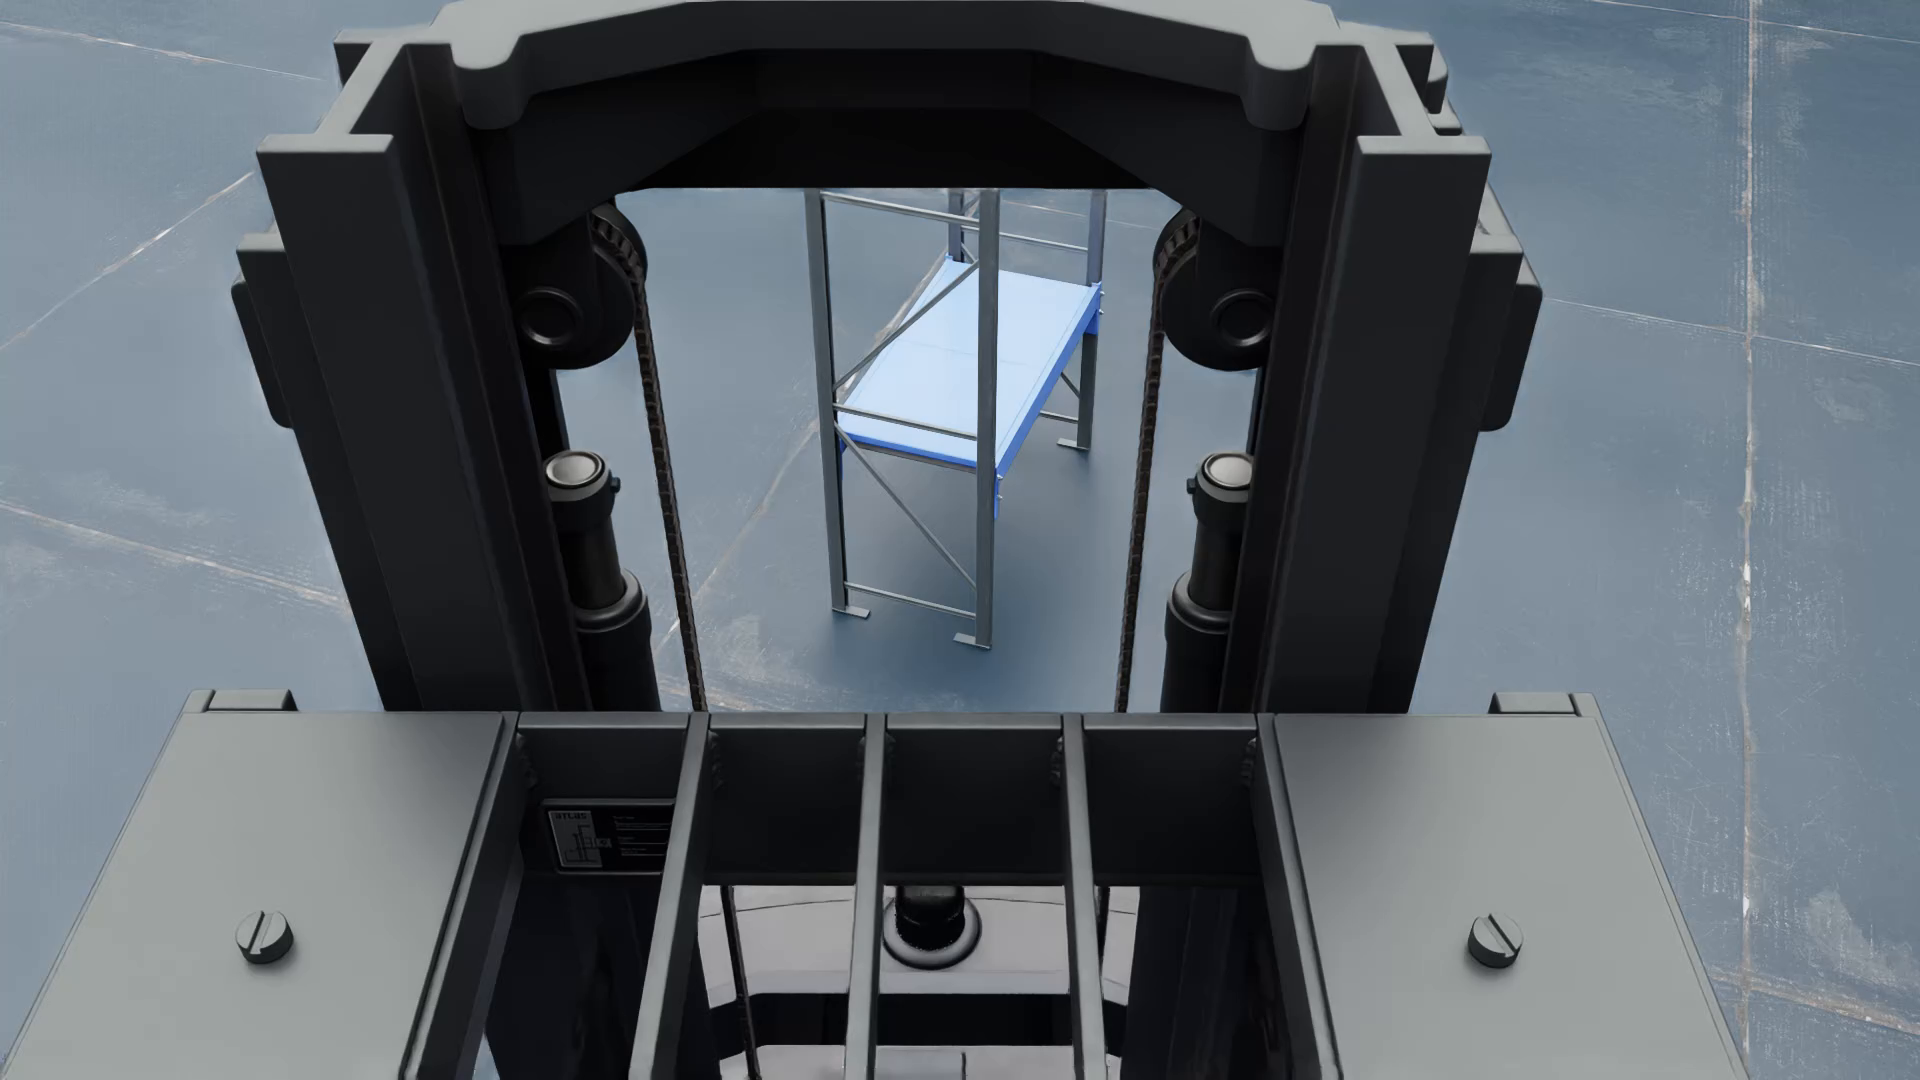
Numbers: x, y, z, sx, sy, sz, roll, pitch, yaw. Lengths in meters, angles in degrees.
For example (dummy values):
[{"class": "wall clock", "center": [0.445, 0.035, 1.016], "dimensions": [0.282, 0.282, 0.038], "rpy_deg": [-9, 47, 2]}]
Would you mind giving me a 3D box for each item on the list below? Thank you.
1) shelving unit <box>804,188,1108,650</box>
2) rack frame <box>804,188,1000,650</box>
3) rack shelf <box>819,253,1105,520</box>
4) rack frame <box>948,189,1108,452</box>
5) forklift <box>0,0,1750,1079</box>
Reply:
[{"class": "shelving unit", "center": [0.029, -0.623, 4.824], "dimensions": [0.538, 1.500, 1.048], "rpy_deg": [13, 42, 15]}, {"class": "rack frame", "center": [-0.145, -0.313, 4.461], "dimensions": [0.500, 1.500, 0.032], "rpy_deg": [13, 42, 15]}, {"class": "rack shelf", "center": [0.029, -0.486, 4.941], "dimensions": [0.538, 0.185, 1.000], "rpy_deg": [13, 42, 15]}, {"class": "rack frame", "center": [0.203, -0.933, 5.188], "dimensions": [0.500, 1.500, 0.032], "rpy_deg": [13, 42, 15]}, {"class": "forklift", "center": [-0.053, 1.095, 1.708], "dimensions": [1.130, 2.935, 3.031], "rpy_deg": [0, 40, 0]}]
